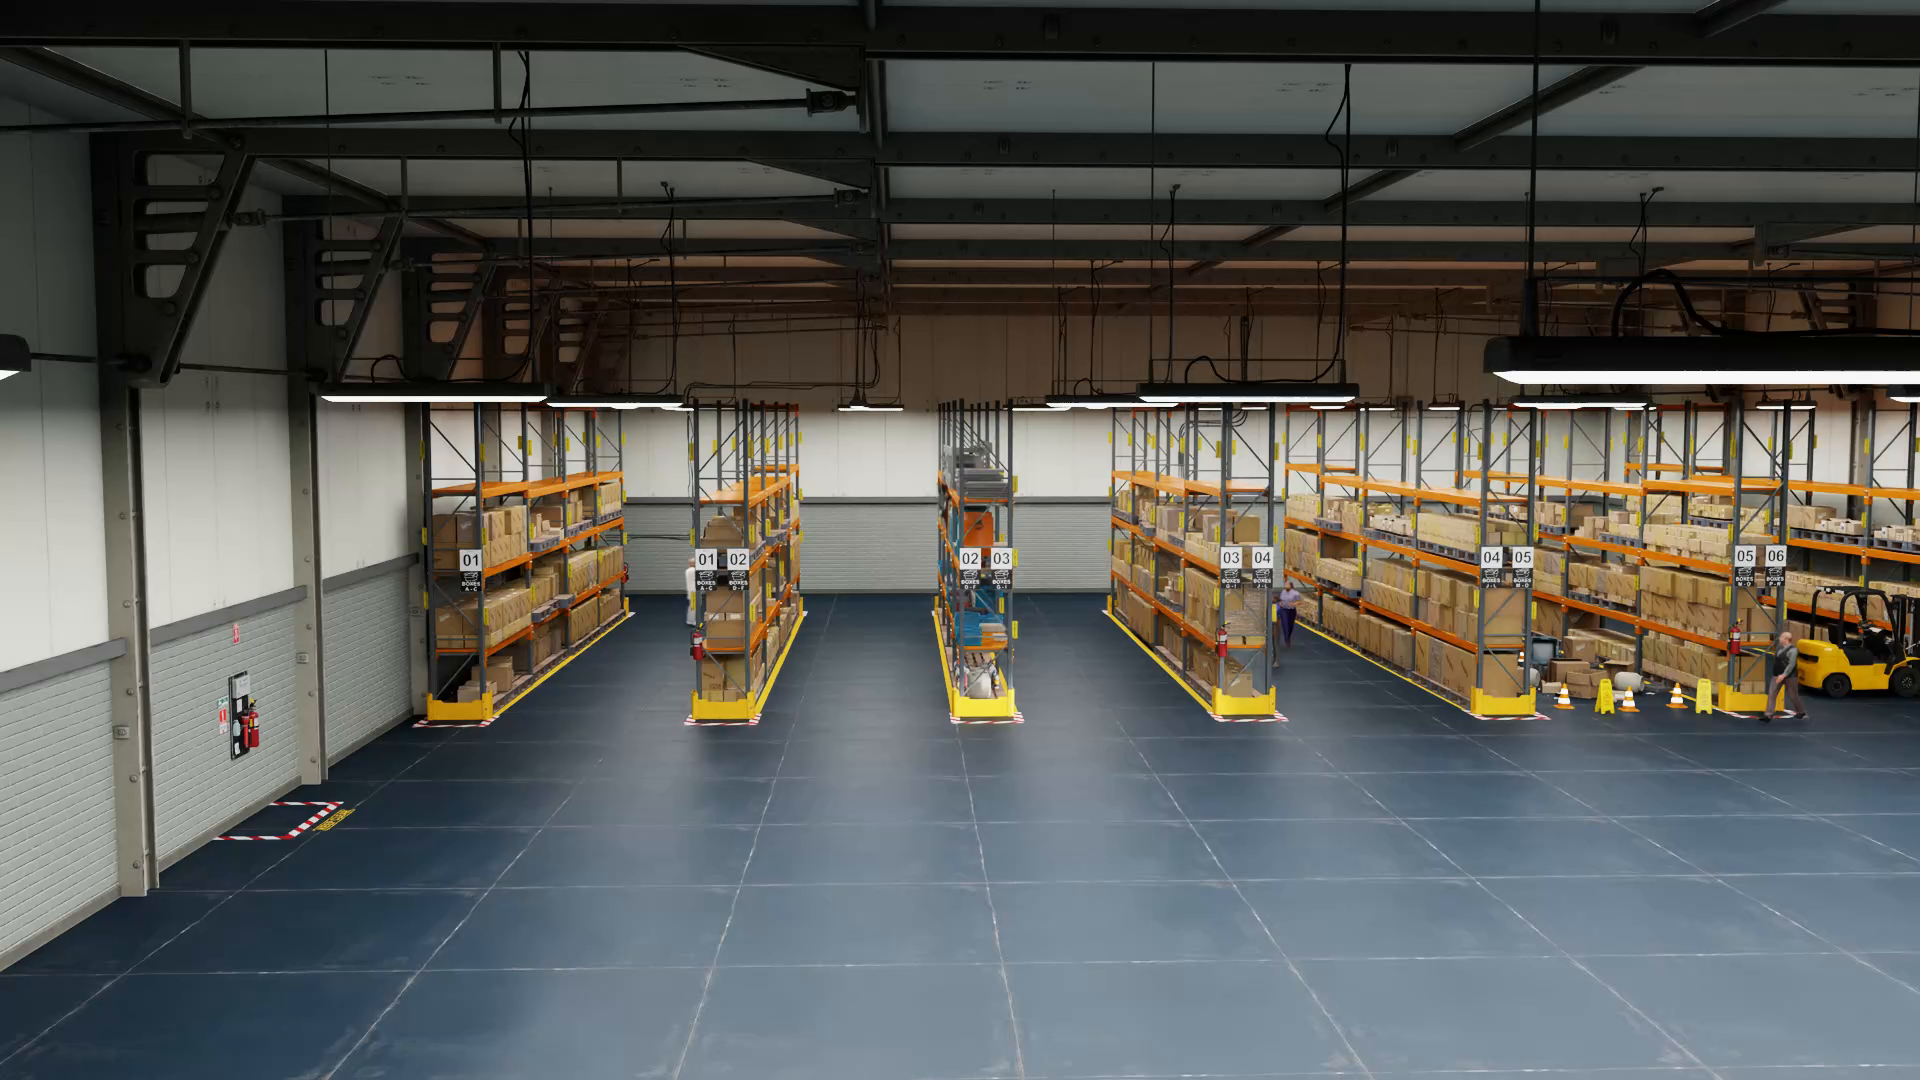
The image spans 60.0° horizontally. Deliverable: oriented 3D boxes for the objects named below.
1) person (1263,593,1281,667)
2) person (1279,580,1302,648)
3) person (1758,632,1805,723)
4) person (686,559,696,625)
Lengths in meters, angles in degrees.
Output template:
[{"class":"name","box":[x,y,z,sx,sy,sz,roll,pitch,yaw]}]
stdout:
[{"class":"person","box":[7.101,2.063,37.754,0.349,1.719,0.511,-2,5,-28]},{"class":"person","box":[8.106,1.791,40.753,0.533,1.602,1.018,0,4,1]},{"class":"person","box":[15.287,2.546,30.823,1.066,1.681,0.473,-3,5,-34]},{"class":"person","box":[-7.230,1.413,45.153,0.414,1.803,0.616,1,4,11]}]
